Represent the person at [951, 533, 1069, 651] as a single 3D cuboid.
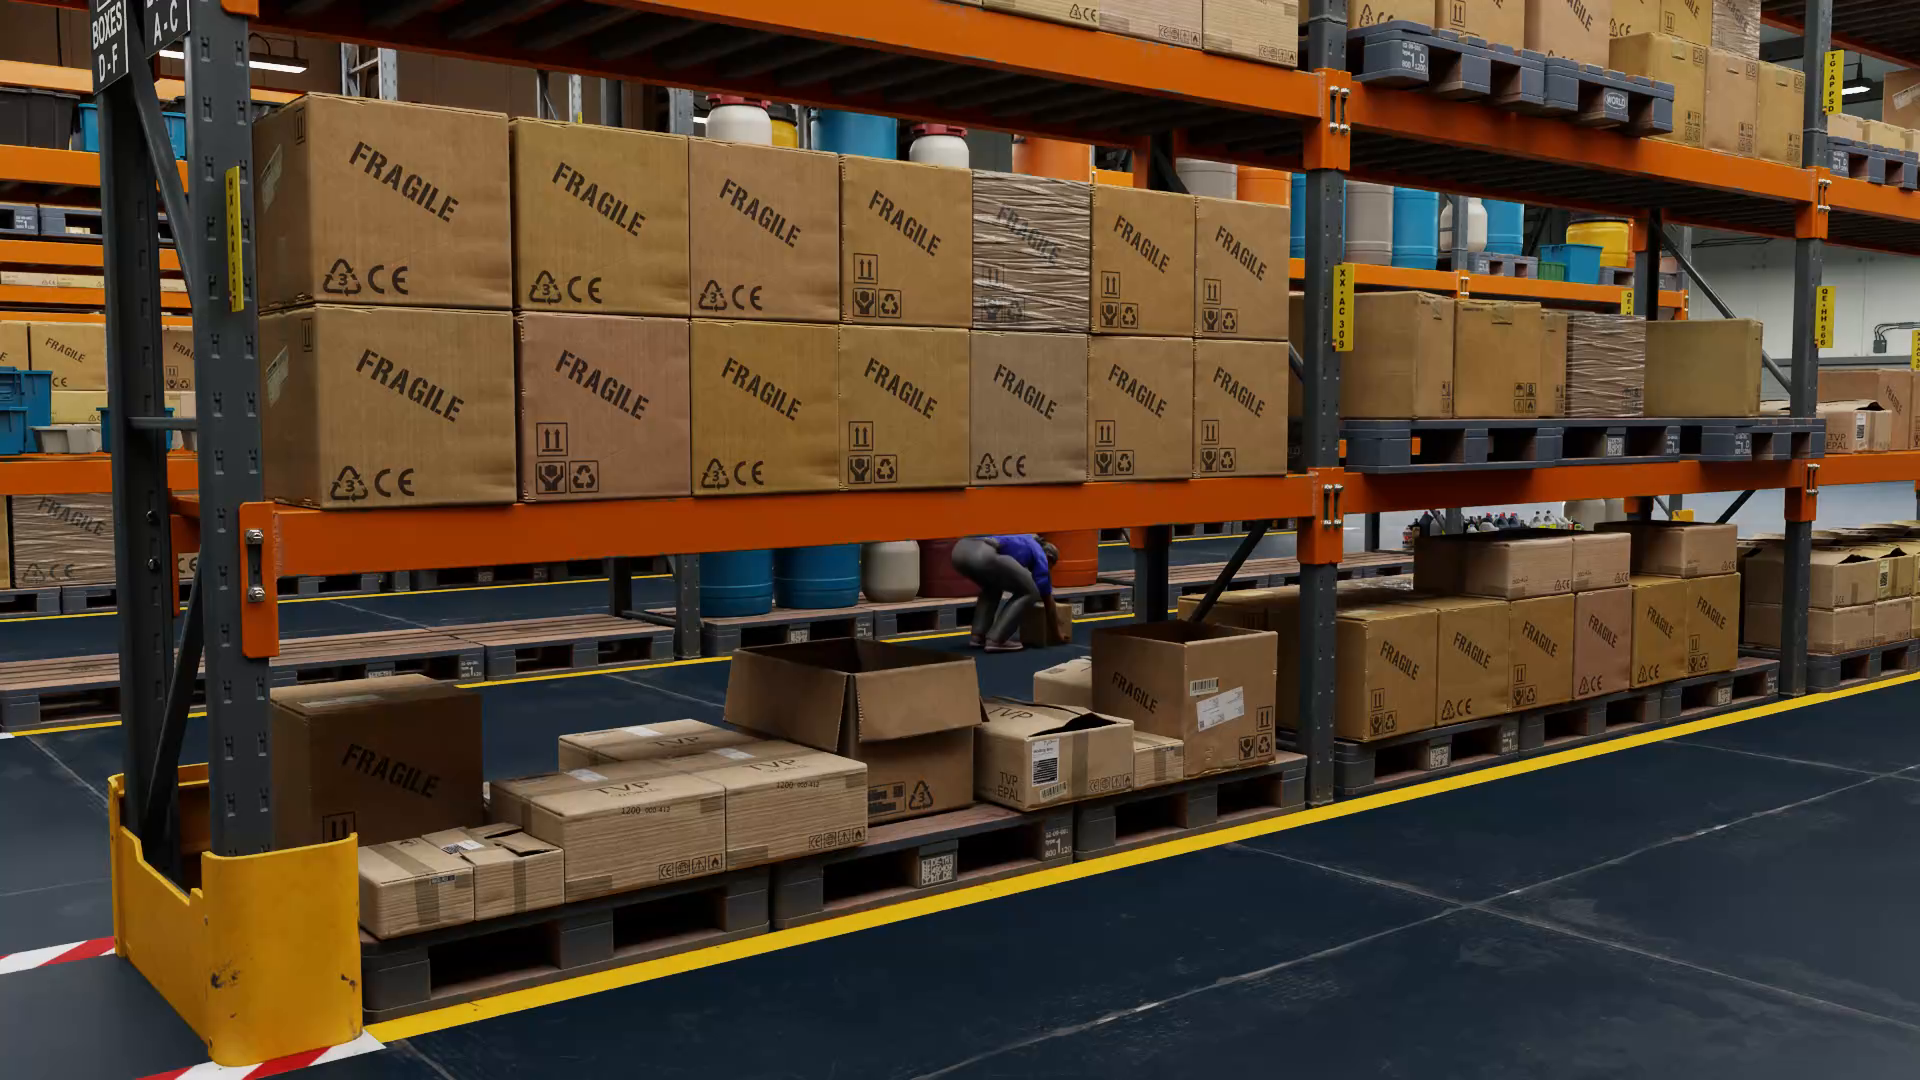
[{"bbox_3d":[0.326,0.297,10.884,0.867,0.823,0.456,-4,6,-42],"label":"person"}]
